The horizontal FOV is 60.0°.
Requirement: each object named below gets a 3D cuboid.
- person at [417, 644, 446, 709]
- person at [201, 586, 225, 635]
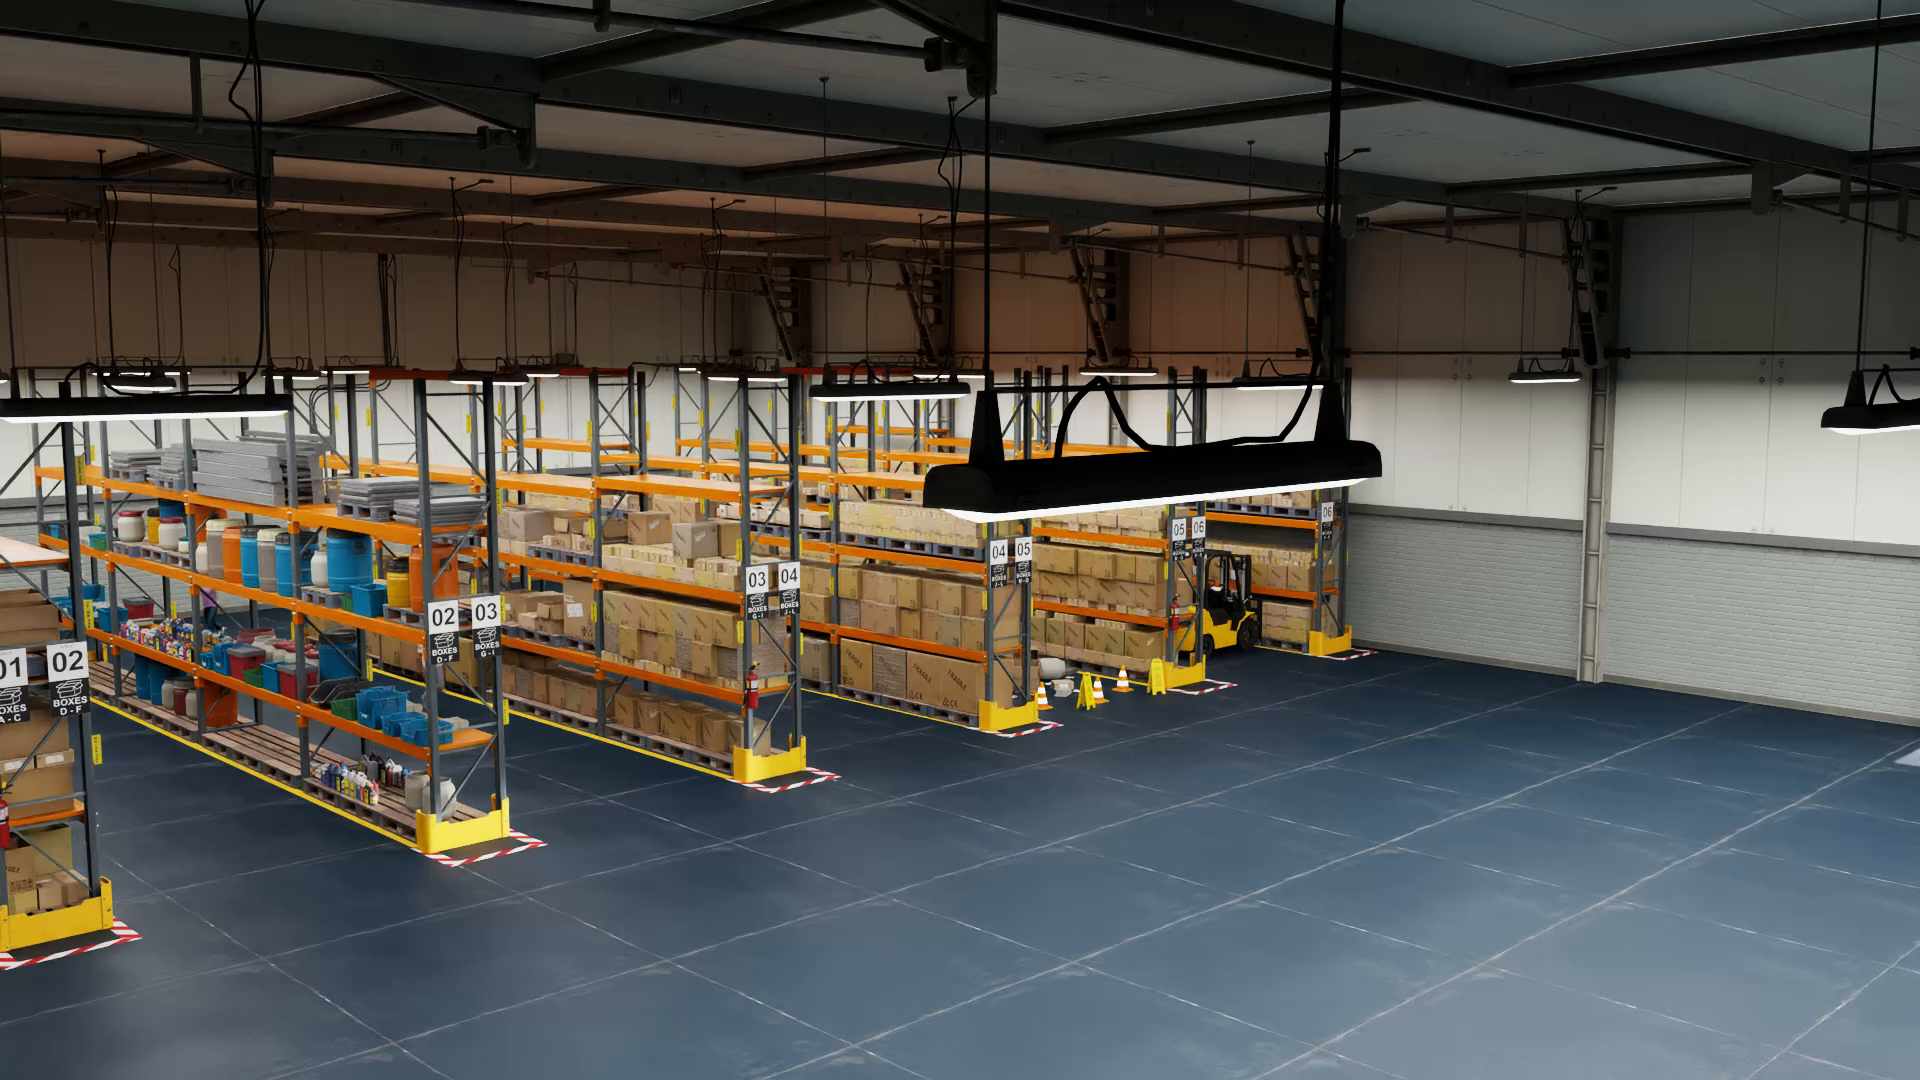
[{"bbox_3d":[-9.329,2.226,29.247,0.554,1.656,0.540,5,8,36],"label":"person"},{"bbox_3d":[-16.326,1.453,36.279,0.432,1.569,0.792,2,7,20],"label":"person"}]
